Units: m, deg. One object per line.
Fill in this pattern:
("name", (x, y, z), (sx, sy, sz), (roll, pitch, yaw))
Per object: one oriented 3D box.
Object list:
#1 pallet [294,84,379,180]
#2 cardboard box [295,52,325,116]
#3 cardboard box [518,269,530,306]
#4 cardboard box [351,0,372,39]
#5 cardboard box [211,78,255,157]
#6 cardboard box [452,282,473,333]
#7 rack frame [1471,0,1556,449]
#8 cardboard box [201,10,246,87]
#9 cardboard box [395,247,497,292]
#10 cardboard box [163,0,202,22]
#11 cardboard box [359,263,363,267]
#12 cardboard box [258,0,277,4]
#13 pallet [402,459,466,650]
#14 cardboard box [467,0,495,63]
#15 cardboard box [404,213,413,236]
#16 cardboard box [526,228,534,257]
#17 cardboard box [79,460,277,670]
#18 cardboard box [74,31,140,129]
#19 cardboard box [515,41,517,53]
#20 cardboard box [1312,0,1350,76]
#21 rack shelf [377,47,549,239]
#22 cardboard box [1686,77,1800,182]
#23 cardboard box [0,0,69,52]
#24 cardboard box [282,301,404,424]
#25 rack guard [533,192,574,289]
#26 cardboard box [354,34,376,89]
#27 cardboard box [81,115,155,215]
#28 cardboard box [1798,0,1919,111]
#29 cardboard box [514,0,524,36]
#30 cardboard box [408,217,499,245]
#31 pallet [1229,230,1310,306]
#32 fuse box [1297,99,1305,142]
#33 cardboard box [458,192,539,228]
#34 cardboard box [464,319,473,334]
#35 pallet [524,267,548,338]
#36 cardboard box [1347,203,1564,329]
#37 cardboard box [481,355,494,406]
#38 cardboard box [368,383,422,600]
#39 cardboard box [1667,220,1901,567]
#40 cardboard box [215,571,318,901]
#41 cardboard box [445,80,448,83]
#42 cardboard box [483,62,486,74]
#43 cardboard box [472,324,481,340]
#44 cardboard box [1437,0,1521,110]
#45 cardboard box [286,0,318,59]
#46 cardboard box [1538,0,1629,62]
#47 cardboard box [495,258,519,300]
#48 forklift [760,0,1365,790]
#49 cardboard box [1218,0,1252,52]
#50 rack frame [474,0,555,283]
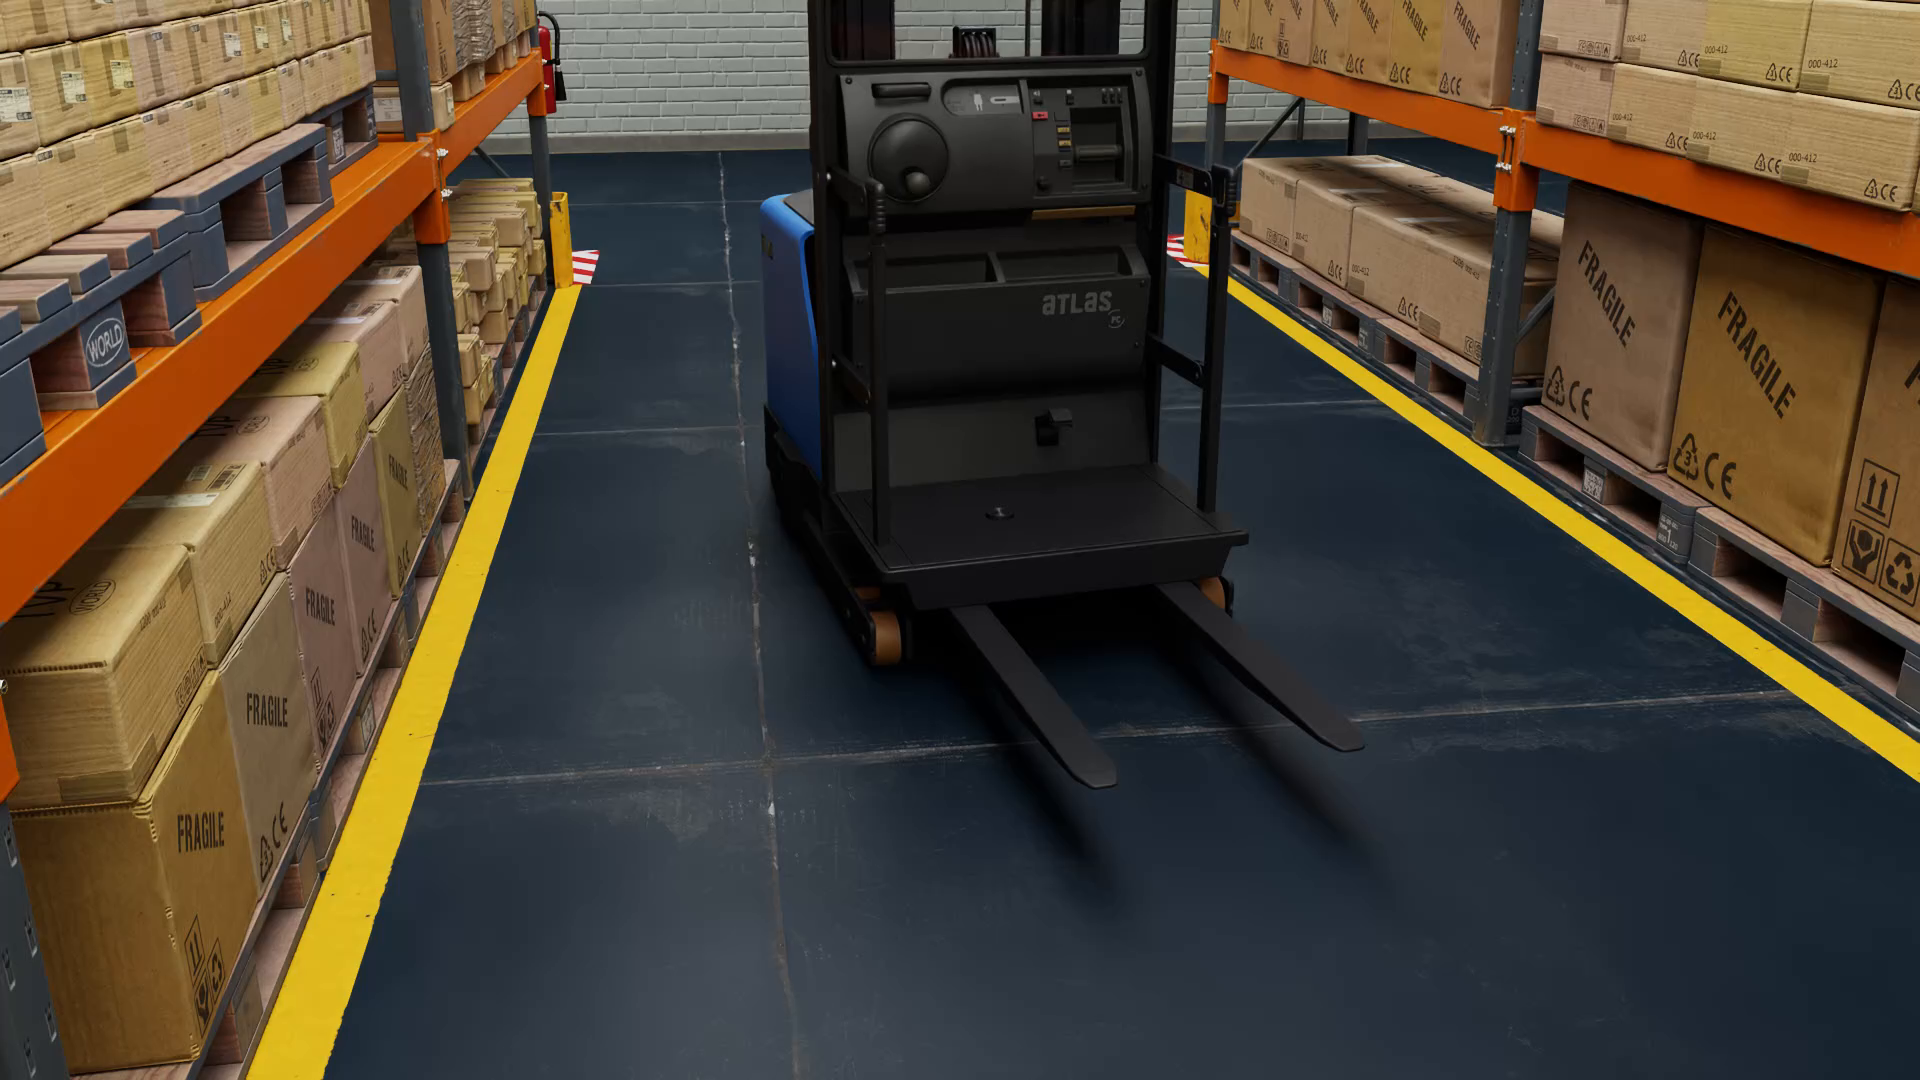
("pallet", (-2.323, -1.170, 4.836), (1.003, 0.211, 1.213), (-3, 21, -8))
("cardboard box", (-1.928, -1.220, 4.455), (0.380, 0.149, 0.250), (-4, 21, -11))
("cardboard box", (-2.346, -1.257, 8.268), (0.380, 0.149, 0.250), (-4, 21, -10))
("cardboard box", (-2.037, -1.623, 5.107), (0.380, 0.149, 0.250), (-2, 21, -6))
("cardboard box", (-1.807, -0.940, 3.705), (0.380, 0.149, 0.250), (-4, 21, -10))
("cardboard box", (-2.115, -0.900, 6.463), (0.380, 0.149, 0.250), (-2, 21, -5))
("rack frame", (2.594, -1.817, 6.293), (1.000, 3.000, 0.127), (-3, 21, -8))
("cardboard box", (-1.814, -1.082, 3.660), (0.380, 0.149, 0.250), (-2, 21, -6))
("cardboard box", (-2.216, -1.166, 7.176), (0.380, 0.149, 0.250), (-2, 21, -7))
("cardboard box", (-1.779, -1.130, 3.362), (0.380, 0.149, 0.250), (-2, 21, -6))
("cardboard box", (-2.678, -1.048, 6.859), (0.380, 0.149, 0.250), (-2, 21, -6))
("cardboard box", (-1.893, -1.402, 4.091), (0.380, 0.149, 0.250), (-4, 21, -10))
("pallet", (-2.176, 0.044, 5.297), (1.003, 0.211, 1.213), (-3, 21, -8))
("cardboard box", (-2.227, -2.249, 6.884), (0.500, 0.500, 0.500), (-3, 21, -9))
("cardboard box", (-2.941, -1.593, 8.319), (0.380, 0.149, 0.250), (-4, 21, -10))
("cardboard box", (-2.431, -1.569, 8.680), (0.380, 0.149, 0.250), (-4, 21, -10))
("cardboard box", (-1.646, 0.049, 3.197), (0.500, 0.250, 0.500), (-3, 21, -8))
("cardboard box", (-1.703, -0.816, 2.948), (0.380, 0.149, 0.250), (-3, 21, -8))
("cardboard box", (-2.490, -2.526, 8.553), (0.380, 0.149, 0.250), (-3, 21, -8))
("cardboard box", (2.048, -2.544, 8.098), (0.500, 0.500, 0.500), (-2, 21, -6))
("rack shelf", (-2.578, -1.887, 7.511), (1.077, 0.370, 4.000), (-3, 21, -8))
("cardboard box", (2.531, -1.223, 4.919), (0.500, 0.250, 0.500), (-3, 21, -8))
("cardboard box", (-1.660, -0.853, 2.620), (0.380, 0.149, 0.250), (-3, 21, -8))
("cardboard box", (-1.871, -0.485, 4.629), (0.500, 0.250, 0.500), (-2, 21, -5))
("rack guard", (-2.855, -1.720, 9.606), (1.175, 0.500, 0.348), (-3, 21, -8))
("cardboard box", (-2.036, -1.483, 5.160), (0.380, 0.149, 0.250), (-3, 21, -9))
("cardboard box", (-1.696, -0.671, 2.984), (0.380, 0.149, 0.250), (-2, 21, -5))
("cardboard box", (2.603, -1.284, 4.366), (0.500, 0.250, 0.500), (-4, 21, -9))
("cardboard box", (-2.477, -2.782, 8.309), (0.500, 0.500, 0.500), (-3, 21, -9))
("cardboard box", (-2.400, -1.433, 7.890), (0.380, 0.149, 0.250), (-4, 21, -10))
("pallet", (2.210, -1.622, 9.758), (1.003, 0.211, 1.213), (-3, 21, -8))
("fuse box", (3.282, -4.605, 15.599), (0.539, 1.711, 0.414), (-3, 21, -8))
("cardboard box", (-2.396, -1.713, 8.640), (0.380, 0.149, 0.250), (-3, 21, -9))
("cardboard box", (-2.257, -0.933, 6.977), (0.380, 0.149, 0.250), (-4, 21, -11))
("pallet", (-2.773, -1.301, 8.898), (1.003, 0.211, 1.213), (-3, 21, -8))
("cardboard box", (2.480, -1.346, 8.094), (0.875, 0.438, 0.875), (-4, 21, -9))
("cardboard box", (-2.062, -0.628, 6.584), (0.380, 0.149, 0.250), (-2, 21, -6))
("cardboard box", (-1.860, -0.136, 4.767), (0.500, 0.500, 0.500), (-3, 21, -9))
("cardboard box", (2.901, -0.495, 5.191), (0.875, 0.875, 0.875), (-2, 21, -6))
("cardboard box", (-1.638, 0.396, 3.342), (0.500, 0.500, 0.500), (-3, 21, -7))
("cardboard box", (-2.241, -1.799, 6.604), (0.380, 0.149, 0.250), (-4, 21, -10))
("cardboard box", (-2.441, -2.250, 7.813), (0.380, 0.149, 0.250), (-4, 21, -10))
("cardboard box", (-2.309, -0.888, 7.280), (0.380, 0.149, 0.250), (-4, 21, -10))
("cardboard box", (2.275, -2.011, 6.671), (0.500, 0.500, 0.500), (-3, 21, -7))
("cardboard box", (-1.921, -1.351, 4.380), (0.380, 0.149, 0.250), (-4, 21, -10))
("cardboard box", (2.379, -1.814, 5.786), (0.500, 0.250, 0.500), (-4, 21, -9))
("cardboard box", (-2.258, -1.207, 7.710), (0.380, 0.149, 0.250), (-3, 21, -7))
("forklift", (0.177, -1.164, 4.644), (1.130, 2.935, 3.031), (-6, 21, -15))
("cardboard box", (1.803, -3.068, 9.500), (0.500, 0.500, 0.500), (-3, 21, -8))
("rack frame", (-2.866, -2.917, 9.239), (1.000, 3.000, 0.127), (-3, 21, -8))
